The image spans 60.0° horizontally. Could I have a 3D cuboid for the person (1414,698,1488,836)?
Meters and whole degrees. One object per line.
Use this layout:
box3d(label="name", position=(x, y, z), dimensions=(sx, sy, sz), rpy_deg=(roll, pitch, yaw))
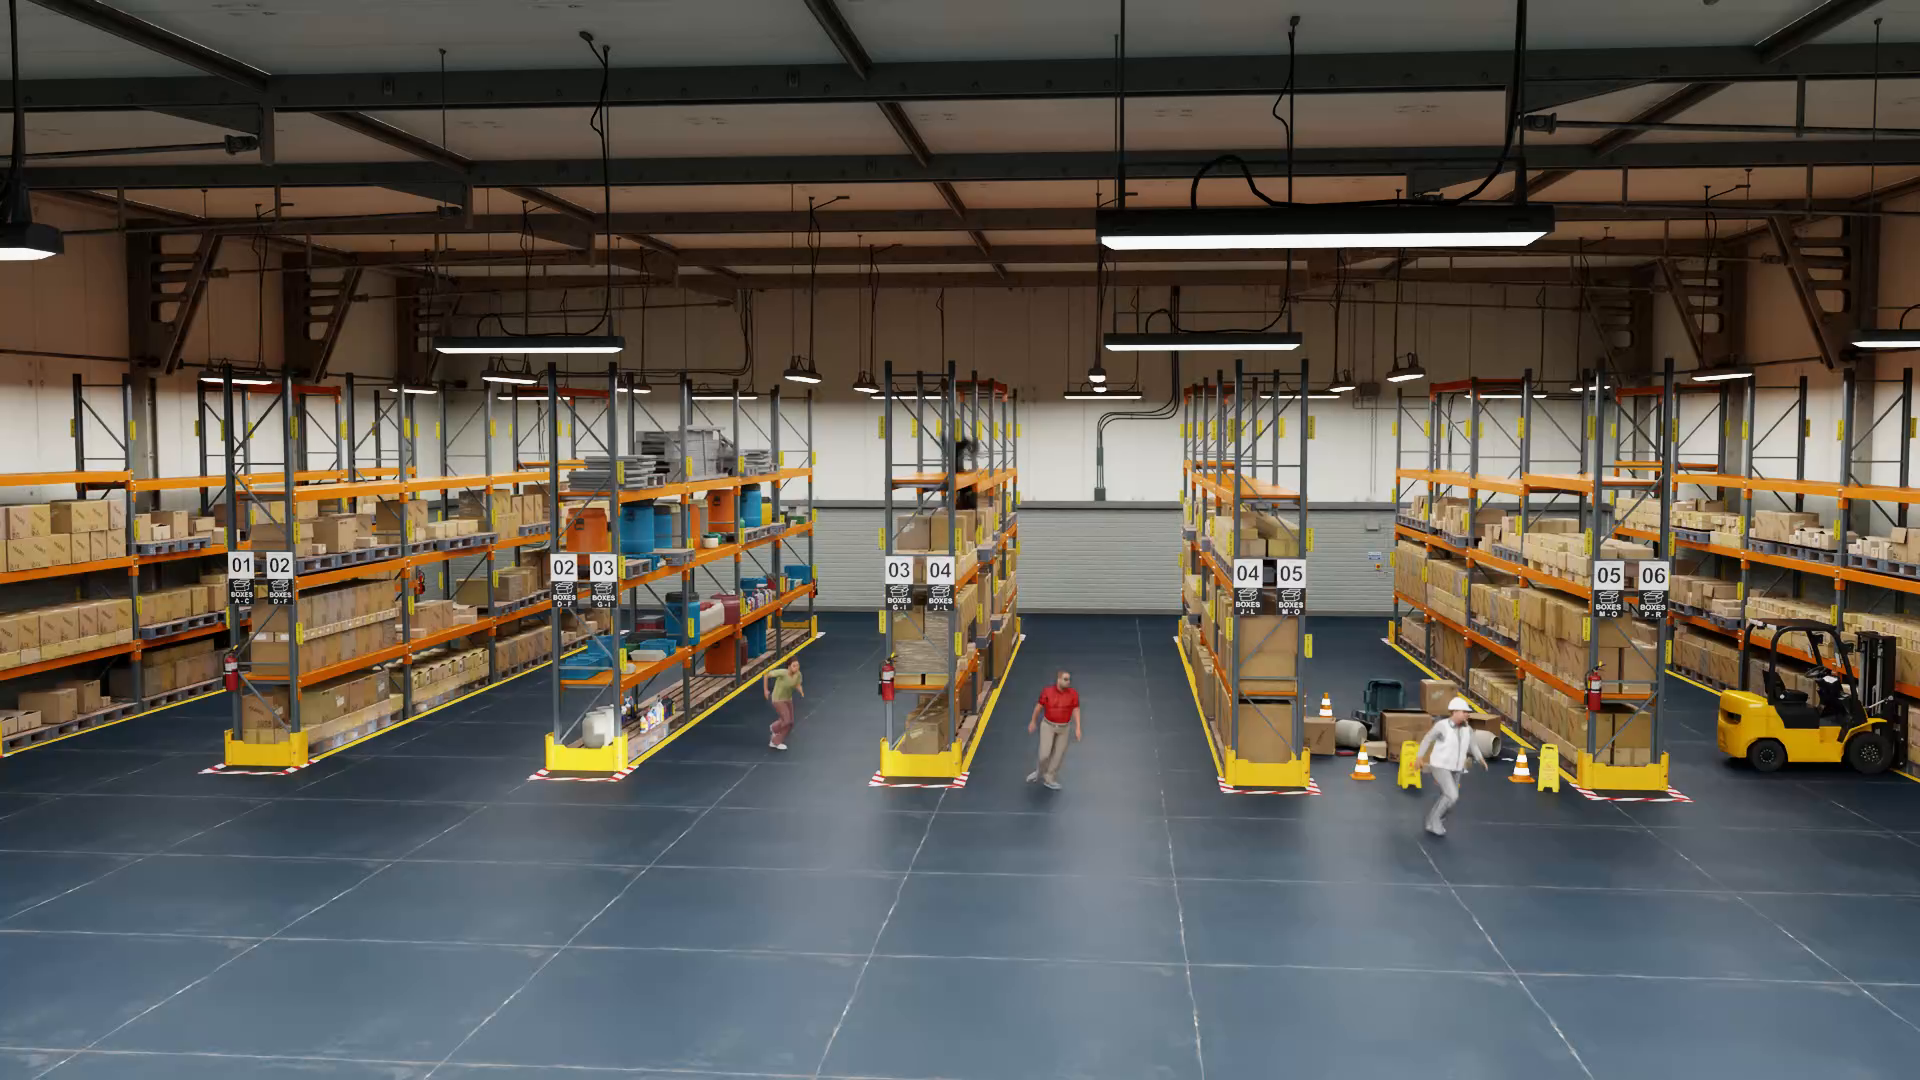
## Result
box3d(label="person", position=(6.054, 2.783, 20.417), dimensions=(0.641, 1.717, 0.801), rpy_deg=(-2, 4, -28))

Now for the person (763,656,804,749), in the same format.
box3d(label="person", position=(-2.757, 2.550, 25.960), dimensions=(0.611, 1.505, 0.765), rpy_deg=(-3, 5, -39))

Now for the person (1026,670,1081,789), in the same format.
box3d(label="person", position=(1.307, 2.638, 23.243), dimensions=(0.708, 1.696, 0.555), rpy_deg=(-1, 4, -14))
